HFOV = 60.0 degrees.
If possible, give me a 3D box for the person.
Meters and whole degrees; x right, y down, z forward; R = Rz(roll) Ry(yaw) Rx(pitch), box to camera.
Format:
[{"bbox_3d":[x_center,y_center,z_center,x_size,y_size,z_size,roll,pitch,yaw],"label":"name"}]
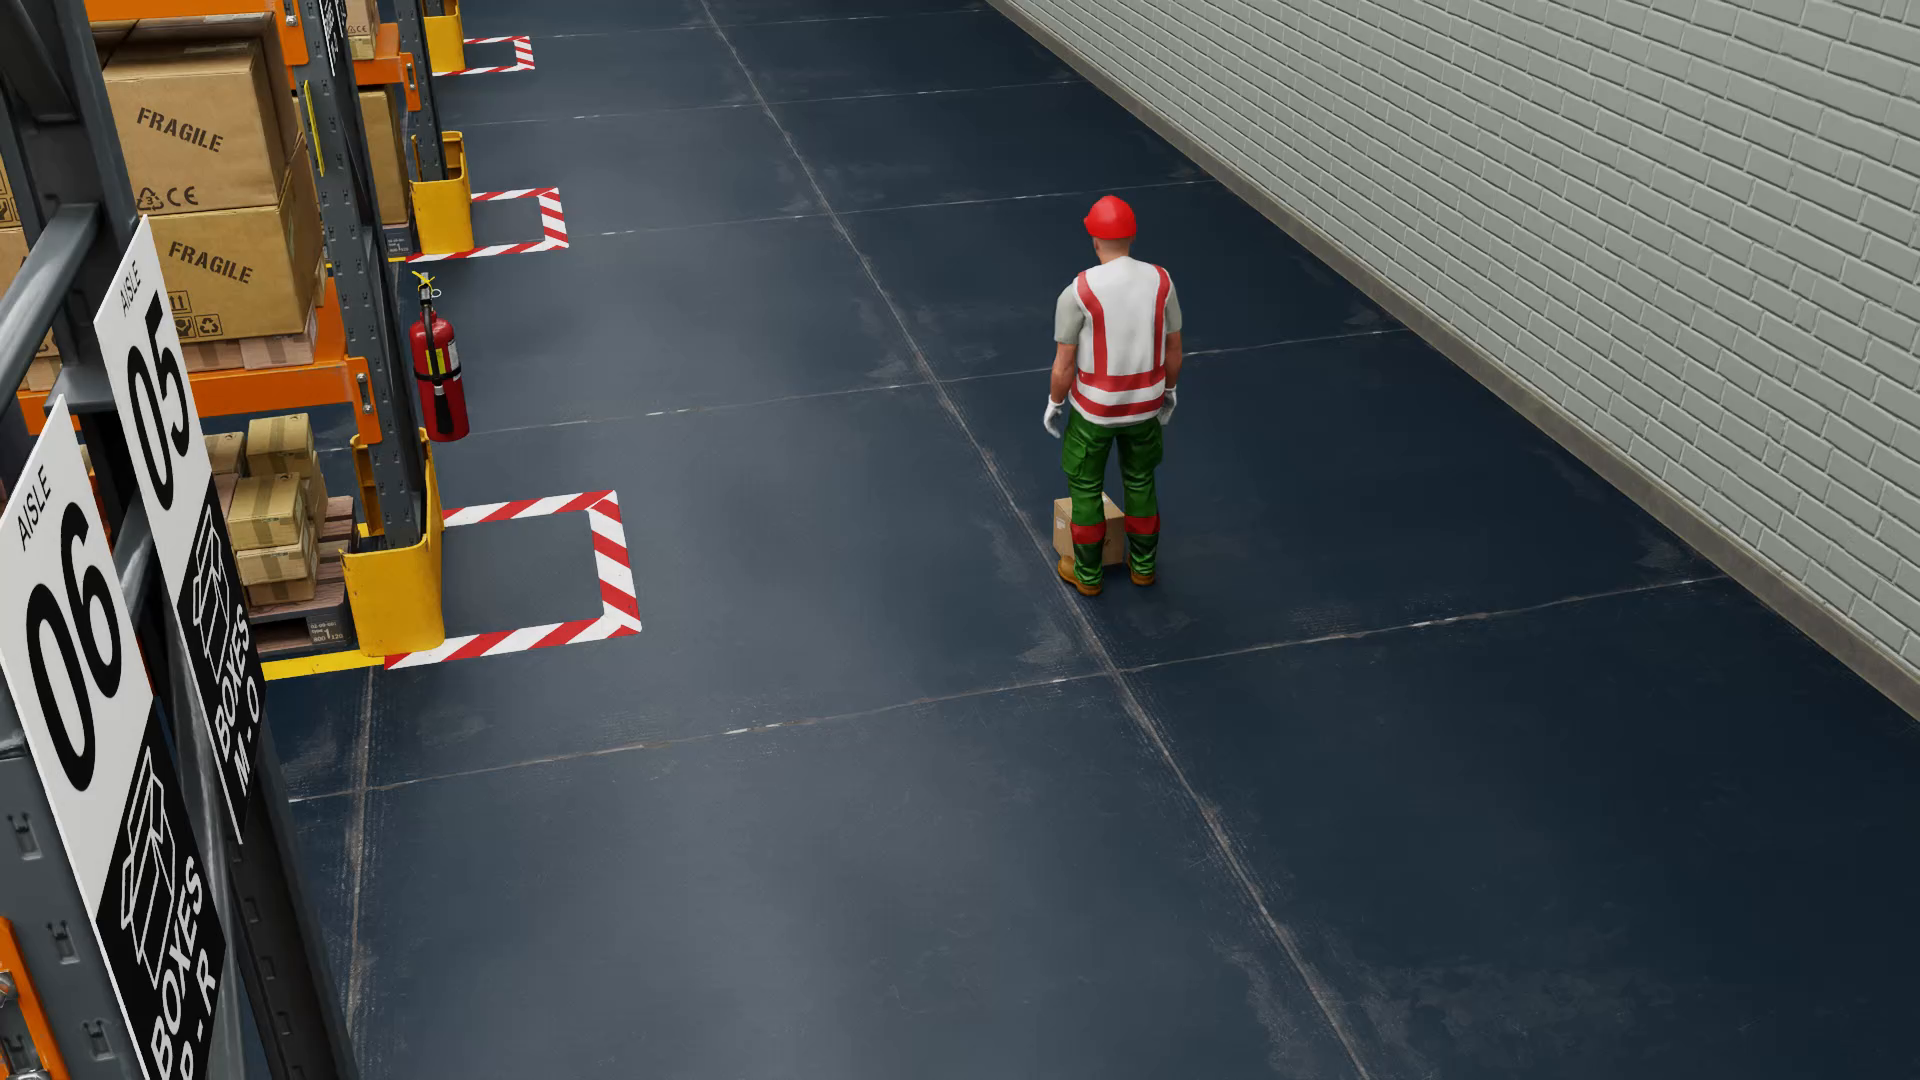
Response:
[{"bbox_3d":[0.656,-0.593,7.142,0.607,1.779,0.451,-8,31,-13],"label":"person"}]
